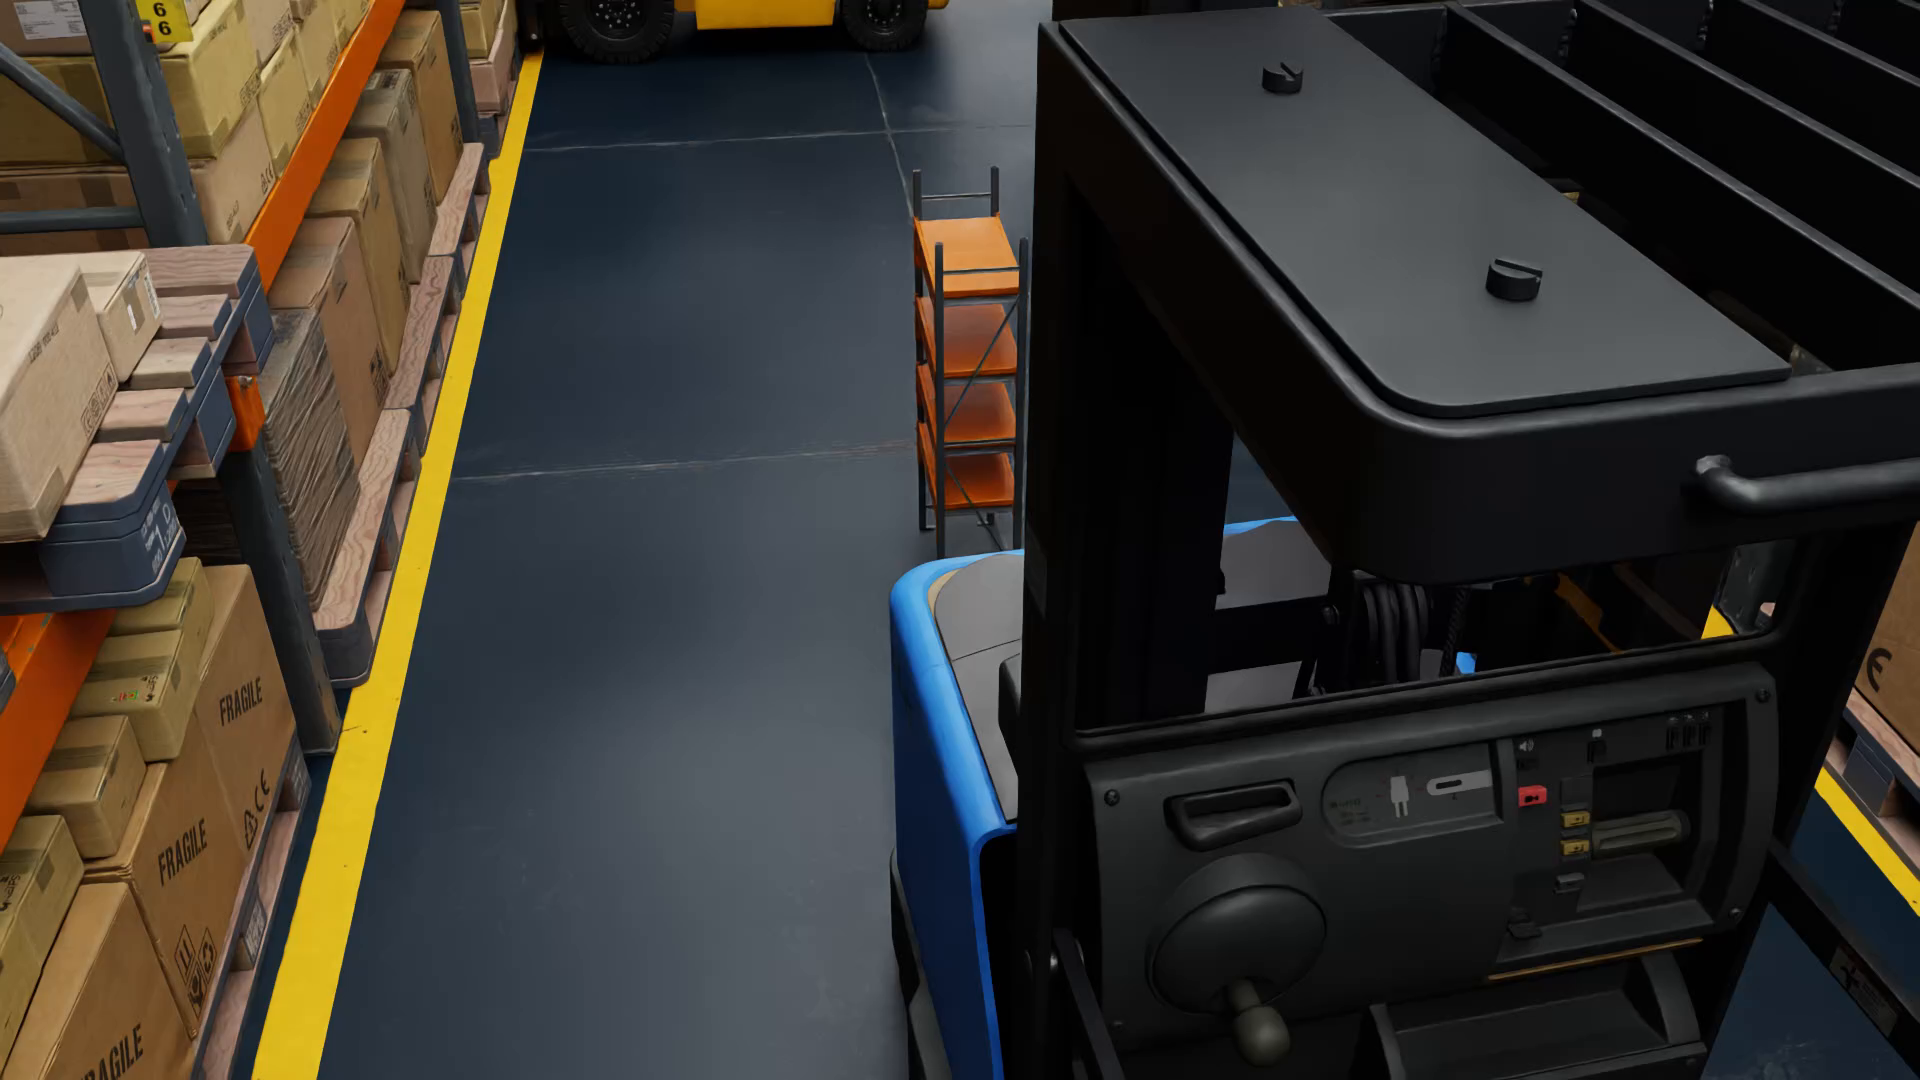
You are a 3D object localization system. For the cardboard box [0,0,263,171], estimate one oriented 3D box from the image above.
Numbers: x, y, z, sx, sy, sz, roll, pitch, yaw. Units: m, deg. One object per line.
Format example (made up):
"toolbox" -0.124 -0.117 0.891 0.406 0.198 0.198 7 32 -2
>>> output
"cardboard box" -1.955 -1.078 3.858 0.500 0.250 0.500 -4 35 -6

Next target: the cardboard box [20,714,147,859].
"cardboard box" -1.786 0.483 3.149 0.380 0.149 0.250 -5 35 -8

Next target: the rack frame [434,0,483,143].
"rack frame" -2.701 -2.898 6.838 1.000 3.000 0.127 -4 35 -6

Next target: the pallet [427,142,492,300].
"pallet" -2.563 -1.337 7.025 1.003 0.211 1.213 -4 35 -6

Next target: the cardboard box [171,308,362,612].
"cardboard box" -2.233 -0.207 4.626 0.875 0.625 0.625 -3 34 -5

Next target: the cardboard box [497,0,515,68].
"cardboard box" -2.521 -2.512 8.341 0.500 0.250 0.500 -5 35 -7

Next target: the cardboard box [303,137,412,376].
"cardboard box" -2.419 -0.947 5.711 0.875 0.625 0.625 -6 35 -8

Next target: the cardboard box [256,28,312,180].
"cardboard box" -2.043 -1.151 4.408 0.500 0.250 0.500 -5 35 -7

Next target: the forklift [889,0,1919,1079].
"forklift" 0.667 0.473 1.953 1.130 2.935 3.031 -7 35 -10

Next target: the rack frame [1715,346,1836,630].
"rack frame" 2.756 -1.043 4.118 1.000 3.000 0.127 -4 35 -6

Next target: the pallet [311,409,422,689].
"pallet" -2.235 0.024 5.027 1.003 0.211 1.213 -4 35 -6

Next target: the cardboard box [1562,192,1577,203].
"cardboard box" 2.486 -1.282 6.428 0.950 0.372 0.625 -3 34 -5

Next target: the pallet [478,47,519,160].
"pallet" -2.766 -2.192 8.279 1.003 0.211 1.213 -4 35 -6

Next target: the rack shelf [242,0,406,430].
"rack shelf" -2.432 -1.484 5.403 1.077 0.370 4.000 -4 35 -6

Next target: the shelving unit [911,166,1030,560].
"shelving unit" 0.022 -0.403 4.777 0.258 1.200 0.503 -4 35 -6

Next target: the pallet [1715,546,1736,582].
"pallet" 2.652 -0.327 5.543 1.003 0.211 1.213 -4 35 -6

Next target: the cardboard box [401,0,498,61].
"cardboard box" -2.460 -2.435 7.784 0.500 0.250 0.500 -5 35 -7

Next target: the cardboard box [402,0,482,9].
"cardboard box" -2.455 -2.642 7.644 0.500 0.250 0.500 -5 35 -7

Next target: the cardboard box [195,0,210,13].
"cardboard box" -1.951 -1.324 3.864 0.380 0.149 0.250 -4 34 -5

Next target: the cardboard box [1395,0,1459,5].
"cardboard box" 2.406 -2.972 8.351 0.500 0.500 0.500 -3 34 -4

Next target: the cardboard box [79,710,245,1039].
"cardboard box" -1.836 0.694 3.415 0.500 0.500 0.500 -5 35 -7

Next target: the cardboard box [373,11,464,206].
"cardboard box" -2.619 -1.800 6.963 0.875 0.625 0.625 -3 34 -4

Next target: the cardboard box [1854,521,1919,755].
"cardboard box" 2.766 0.053 4.023 0.875 0.875 0.875 -5 35 -7

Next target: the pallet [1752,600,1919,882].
"pallet" 2.787 0.554 4.249 1.003 0.211 1.213 -4 35 -6

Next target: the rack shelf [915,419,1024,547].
"rack shelf" 0.022 -0.184 4.926 0.258 0.148 0.480 -4 35 -6

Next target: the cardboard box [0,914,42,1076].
"cardboard box" -1.761 0.772 2.724 0.380 0.149 0.250 -5 35 -7

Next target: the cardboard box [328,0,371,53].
"cardboard box" -2.187 -1.727 5.254 0.500 0.250 0.500 -3 34 -5

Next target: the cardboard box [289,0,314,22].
"cardboard box" -2.099 -1.649 4.696 0.500 0.250 0.500 -5 35 -8

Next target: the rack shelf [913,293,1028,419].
"rack shelf" 0.022 -0.533 4.688 0.258 0.148 0.480 -4 35 -6

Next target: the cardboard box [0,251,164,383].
"cardboard box" -1.694 -0.398 3.020 0.380 0.149 0.250 -4 34 -5

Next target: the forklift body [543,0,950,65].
"forklift body" -1.176 -3.859 9.003 2.313 2.155 1.214 -4 35 -6

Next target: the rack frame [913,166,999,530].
"rack frame" -0.011 -0.540 4.976 0.240 1.200 0.015 -4 35 -6

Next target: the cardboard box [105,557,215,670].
"cardboard box" -1.845 0.182 3.590 0.380 0.149 0.250 -6 35 -9
